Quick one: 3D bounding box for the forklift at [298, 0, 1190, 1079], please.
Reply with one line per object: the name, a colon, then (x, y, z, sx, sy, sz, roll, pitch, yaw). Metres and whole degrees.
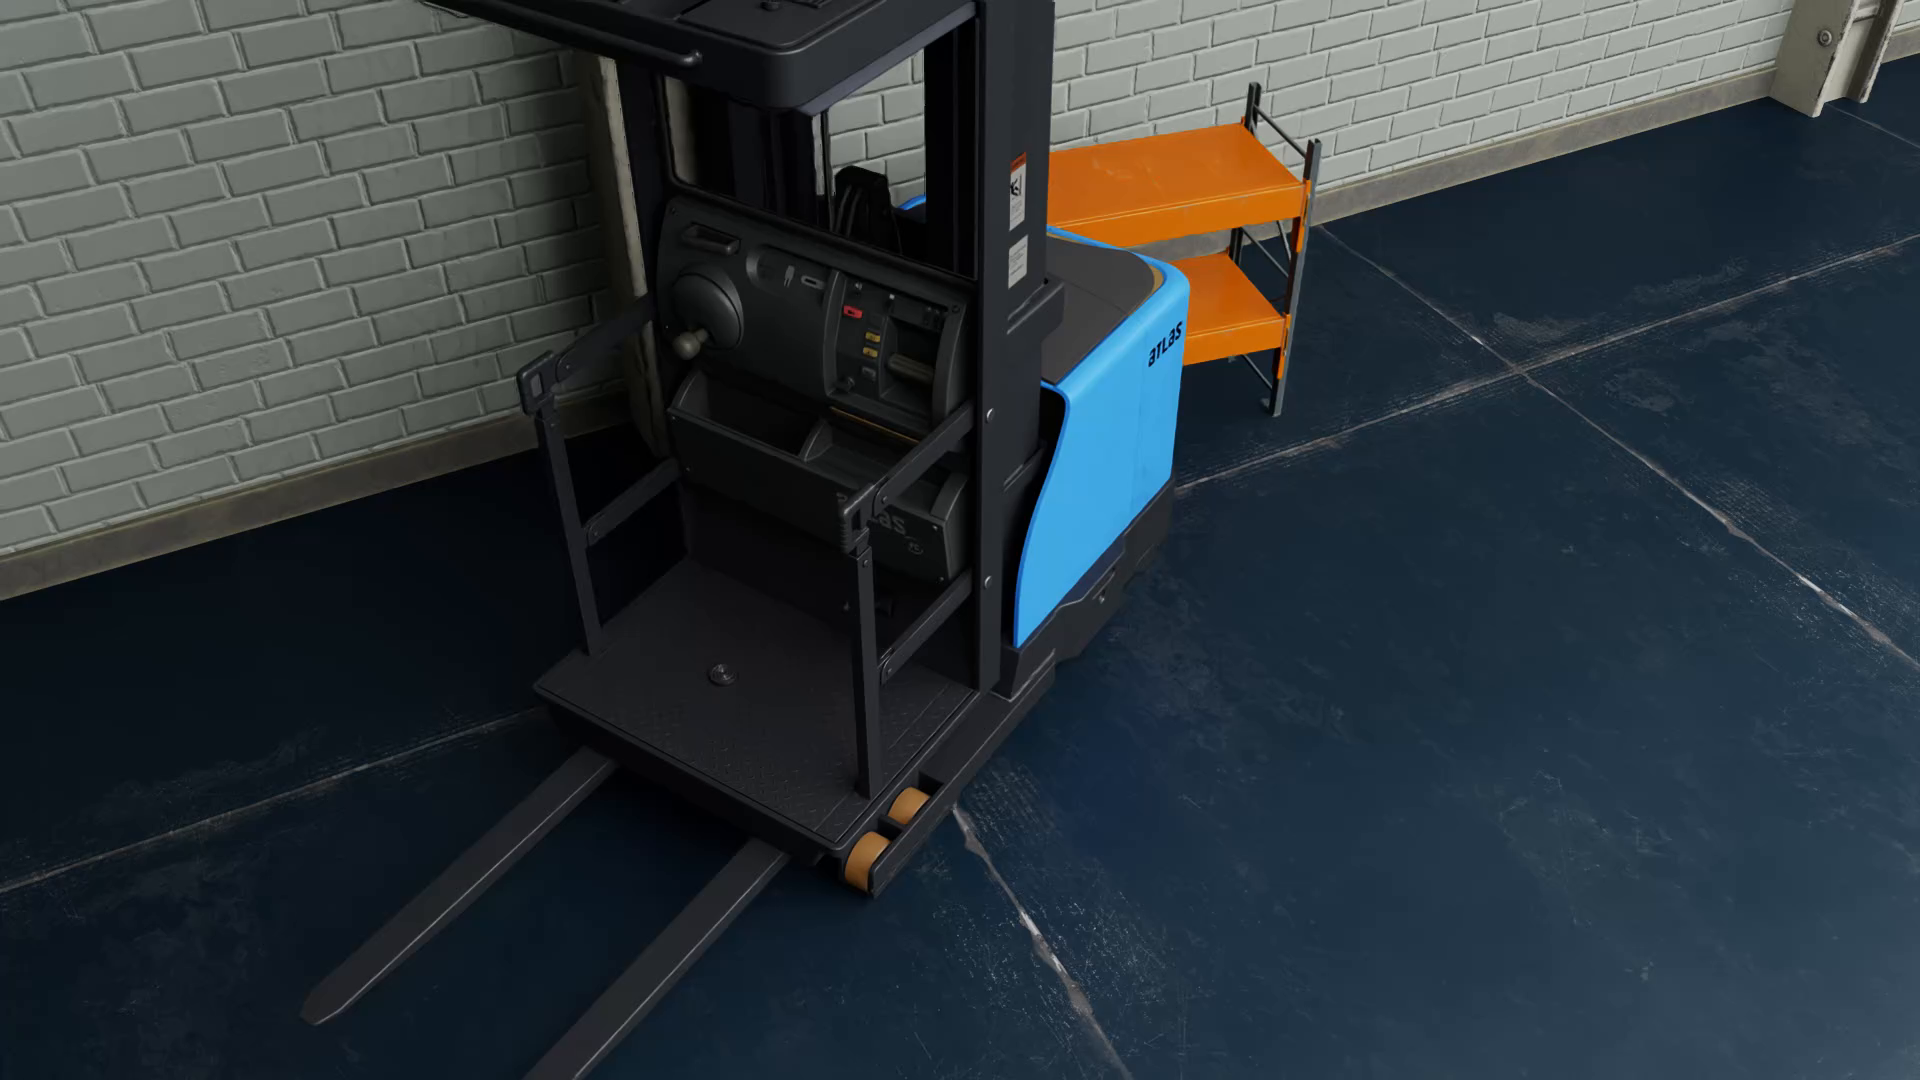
forklift: (-0.506, -0.496, 4.067, 1.130, 2.935, 3.031, 23, 45, 25)

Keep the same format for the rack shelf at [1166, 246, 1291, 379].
rack shelf: (0.642, -0.763, 6.159, 1.000, 0.278, 0.538, -12, 42, -14)

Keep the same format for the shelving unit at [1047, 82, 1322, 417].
shelving unit: (0.642, -0.950, 6.001, 1.048, 1.125, 0.538, -12, 42, -14)

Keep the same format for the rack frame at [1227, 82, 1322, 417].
rack frame: (1.125, -1.053, 6.123, 0.032, 1.125, 0.500, -12, 42, -14)

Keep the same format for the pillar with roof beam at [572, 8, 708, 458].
pillar with roof beam: (0.982, -1.413, 0.454, 0.400, 9.000, 9.100, -19, 44, -21)

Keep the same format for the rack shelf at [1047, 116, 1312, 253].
rack shelf: (0.642, -1.173, 5.812, 1.000, 0.278, 0.538, -12, 42, -14)

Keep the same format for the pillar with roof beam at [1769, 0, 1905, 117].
pillar with roof beam: (6.304, -3.203, 2.569, 0.400, 9.000, 9.100, -19, 44, -21)
